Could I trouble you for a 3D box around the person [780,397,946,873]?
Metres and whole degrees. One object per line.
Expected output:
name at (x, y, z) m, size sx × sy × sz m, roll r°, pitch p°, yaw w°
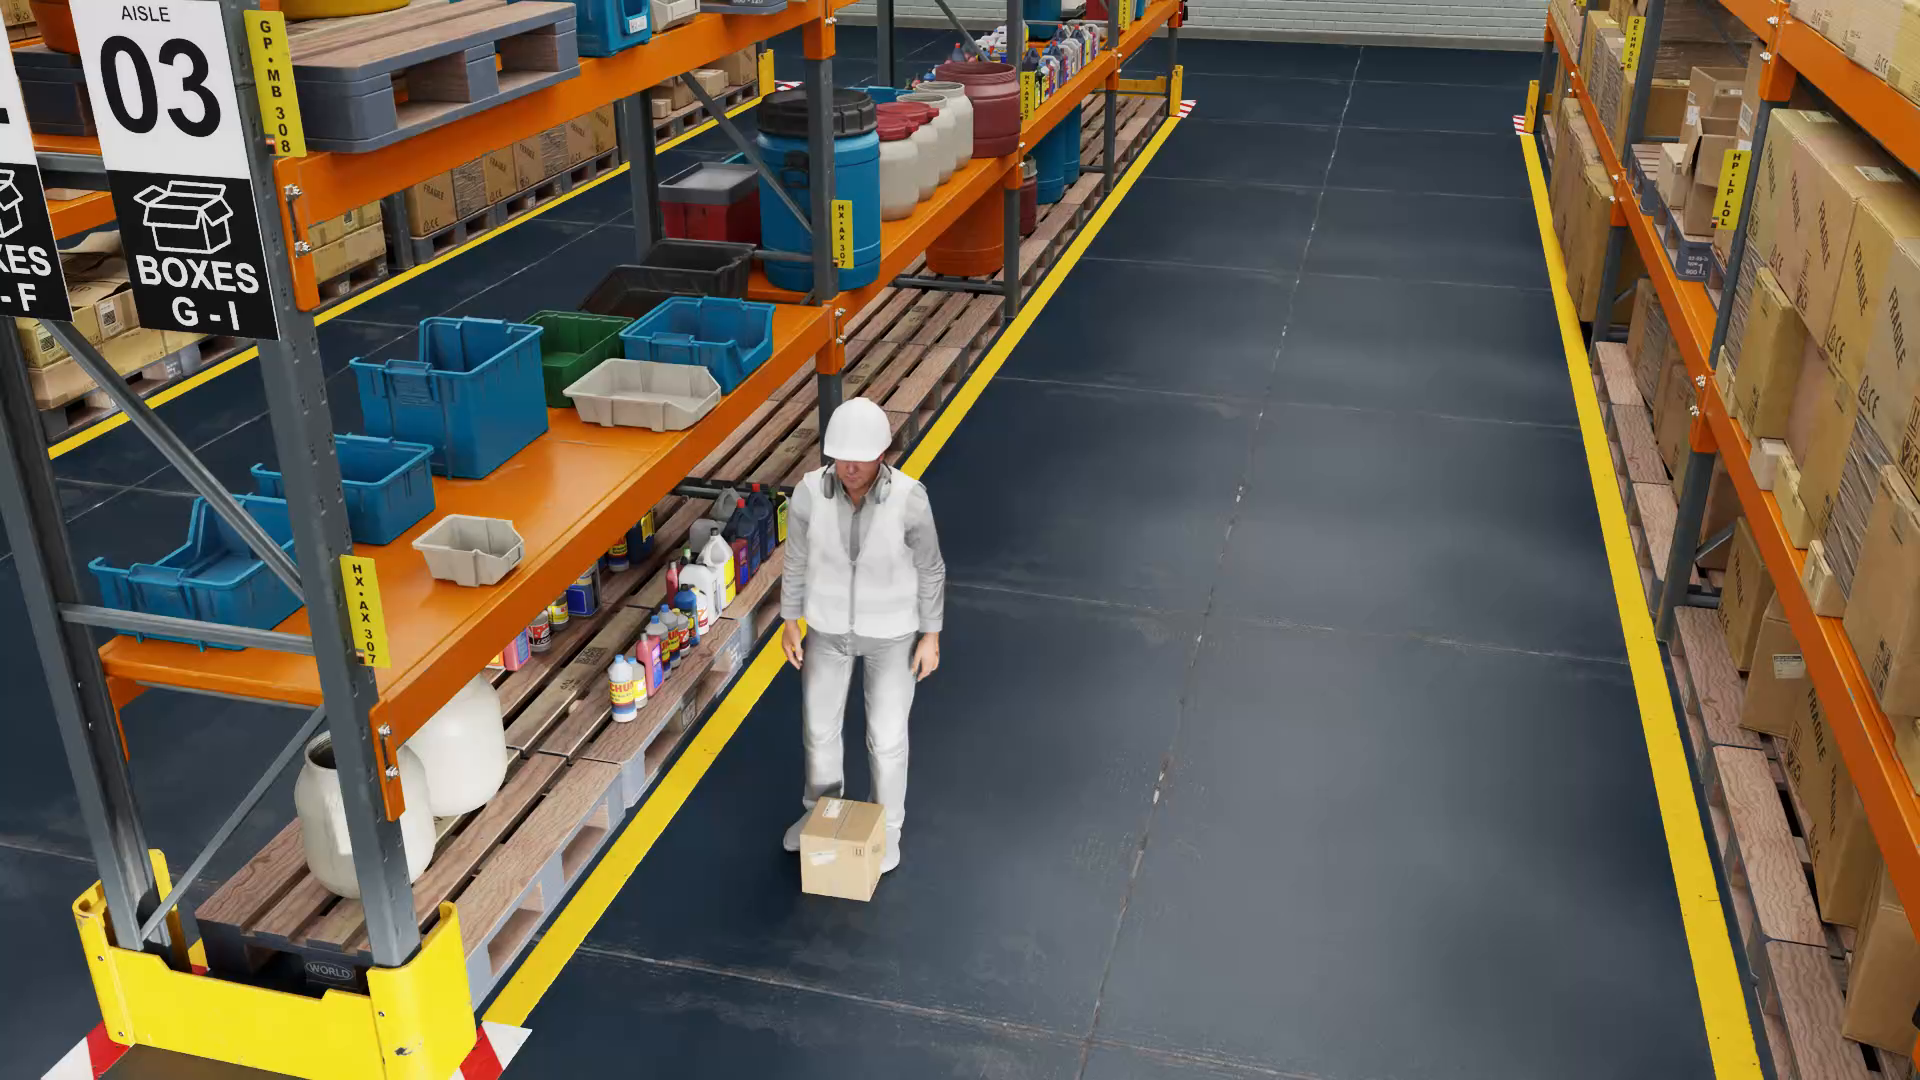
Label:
person at (-0.352, 0.319, 5.898) m, size 0.594 × 1.772 × 0.472 m, roll 5°, pitch 26°, yaw 10°
